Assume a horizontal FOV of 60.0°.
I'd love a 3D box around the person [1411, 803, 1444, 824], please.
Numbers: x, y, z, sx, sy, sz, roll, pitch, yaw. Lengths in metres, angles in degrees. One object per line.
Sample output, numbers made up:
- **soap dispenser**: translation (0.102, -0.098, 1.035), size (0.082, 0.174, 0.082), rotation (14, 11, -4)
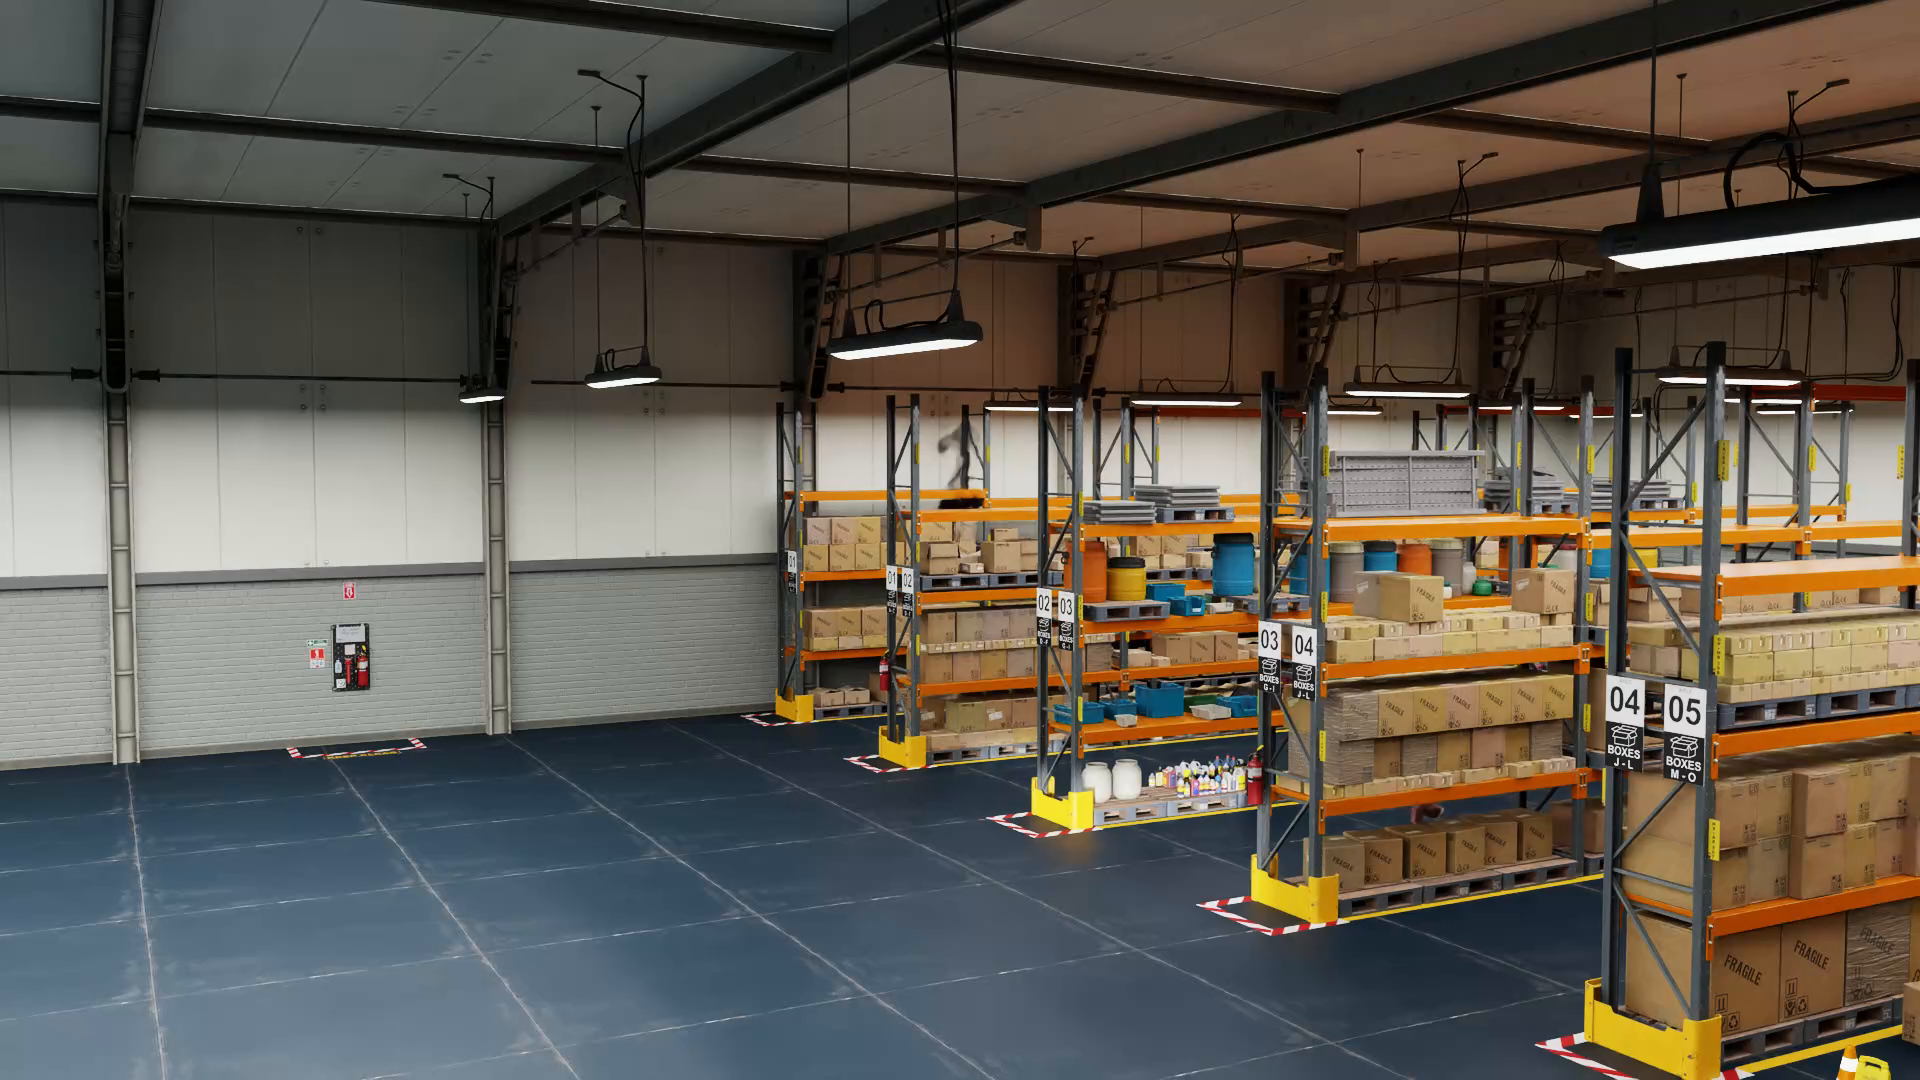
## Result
- **person**: translation (6.083, 3.137, 21.664), size (0.796, 1.668, 0.589), rotation (-2, 4, -36)
